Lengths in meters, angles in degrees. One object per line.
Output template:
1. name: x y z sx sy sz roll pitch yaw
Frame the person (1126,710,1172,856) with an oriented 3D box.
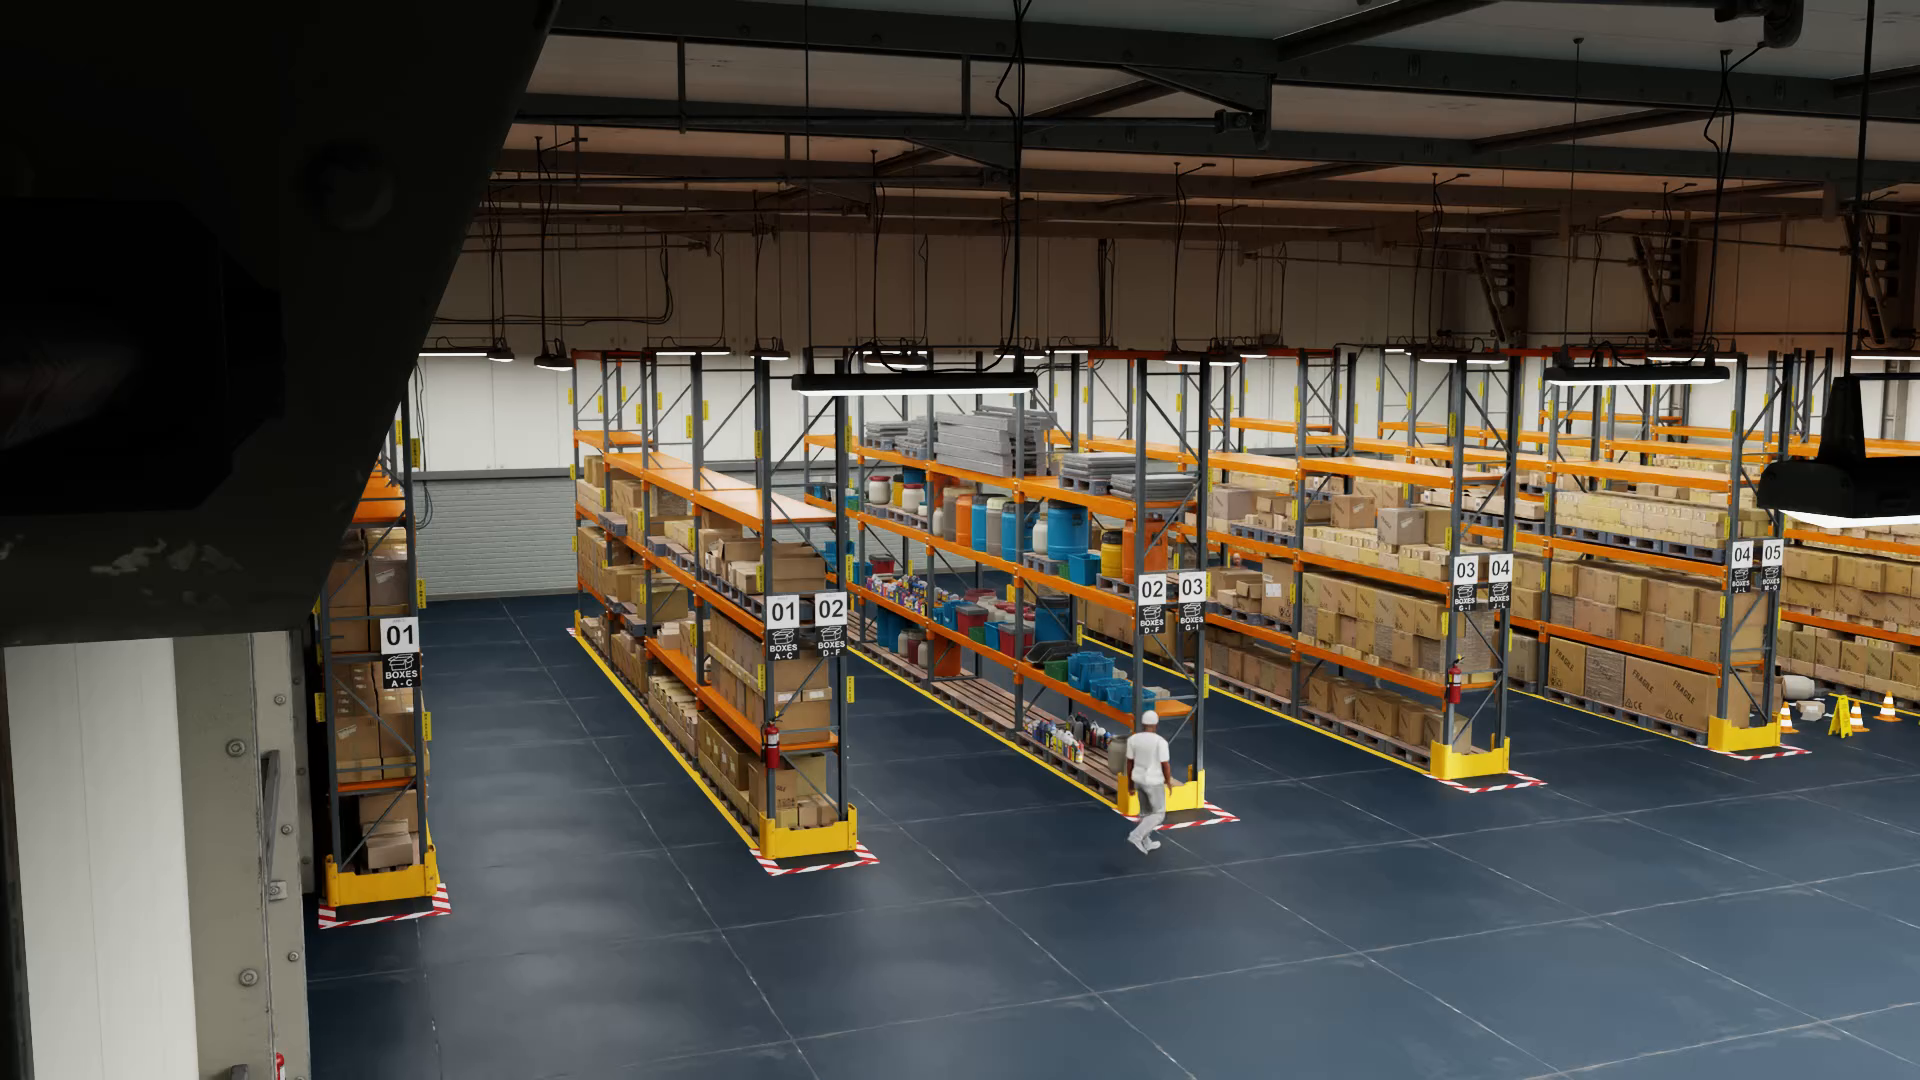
1. person: 2.236 2.948 20.139 0.711 1.764 0.564 -6 9 -38

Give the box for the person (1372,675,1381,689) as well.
1. person: 7.361 1.898 29.136 0.539 1.698 0.592 -1 7 -5

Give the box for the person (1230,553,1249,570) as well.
1. person: 5.810 1.187 34.686 0.590 1.621 1.103 -3 8 -19
